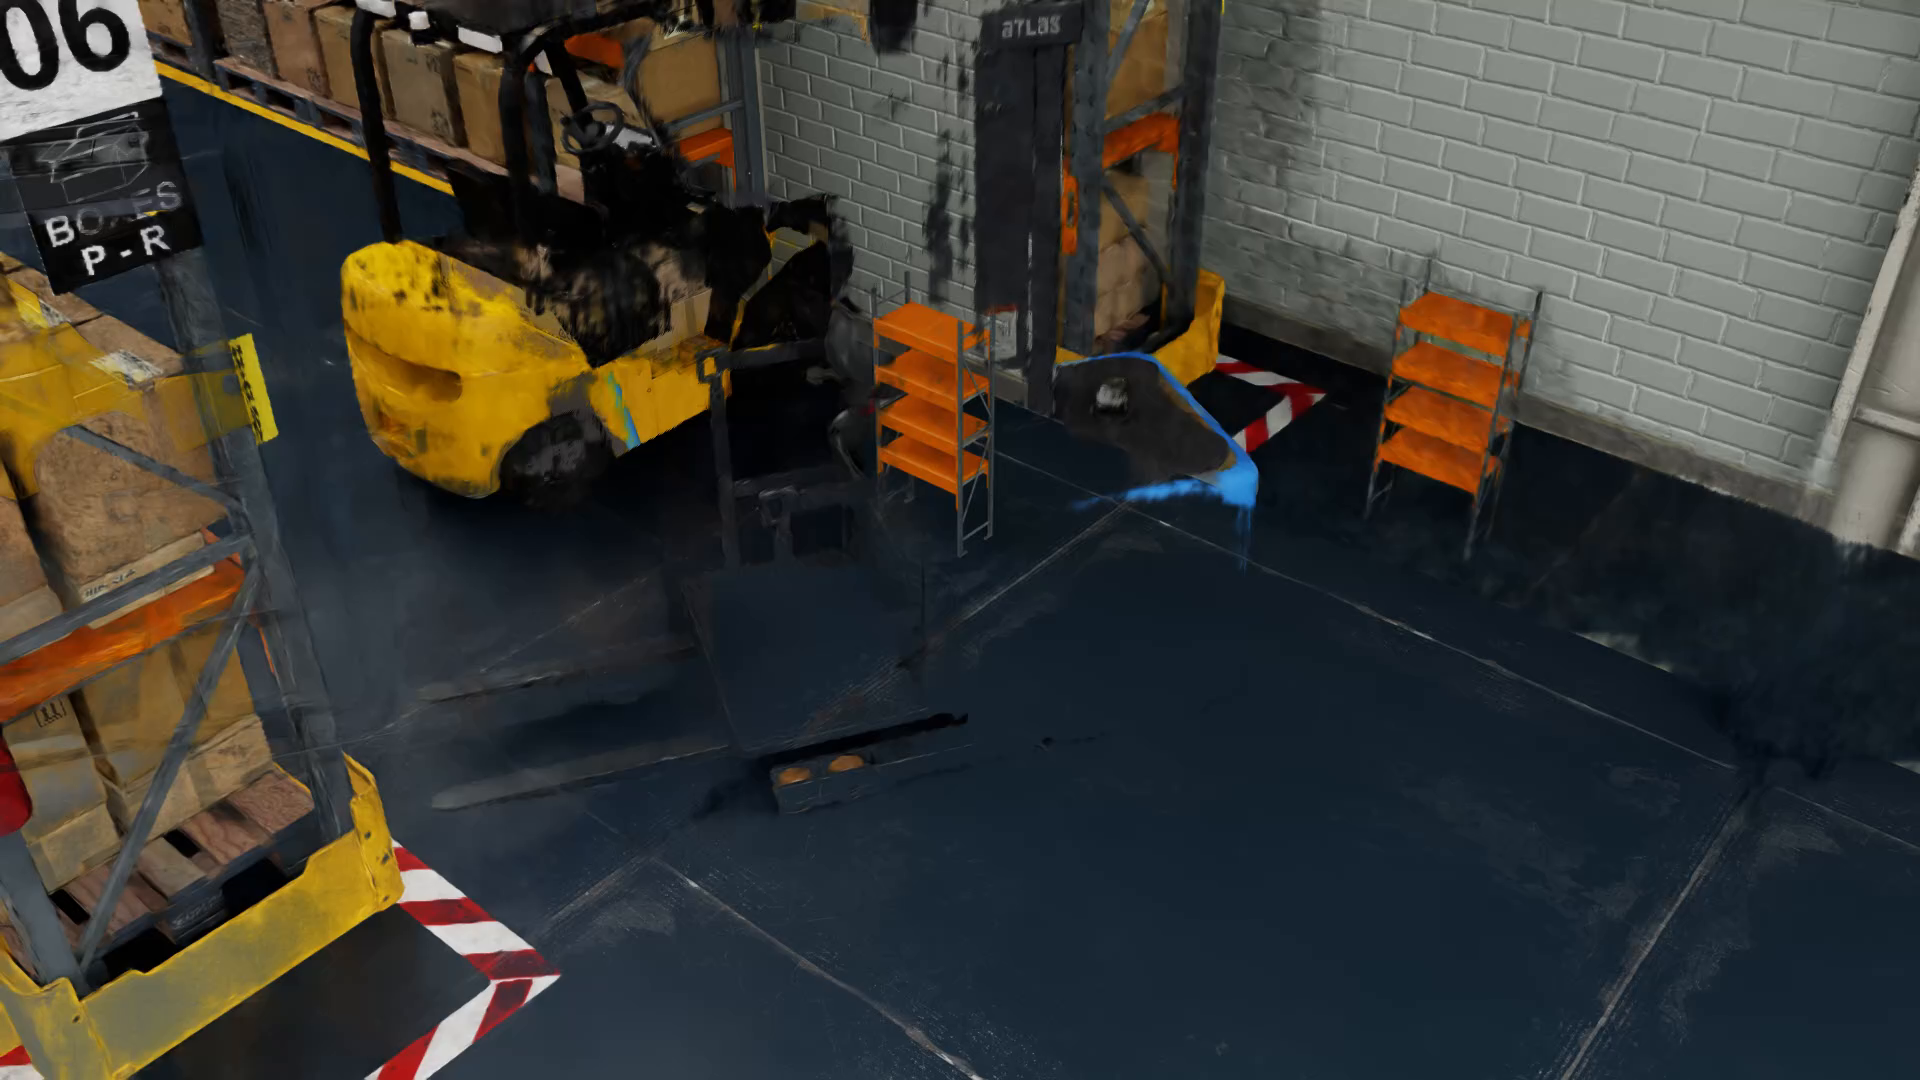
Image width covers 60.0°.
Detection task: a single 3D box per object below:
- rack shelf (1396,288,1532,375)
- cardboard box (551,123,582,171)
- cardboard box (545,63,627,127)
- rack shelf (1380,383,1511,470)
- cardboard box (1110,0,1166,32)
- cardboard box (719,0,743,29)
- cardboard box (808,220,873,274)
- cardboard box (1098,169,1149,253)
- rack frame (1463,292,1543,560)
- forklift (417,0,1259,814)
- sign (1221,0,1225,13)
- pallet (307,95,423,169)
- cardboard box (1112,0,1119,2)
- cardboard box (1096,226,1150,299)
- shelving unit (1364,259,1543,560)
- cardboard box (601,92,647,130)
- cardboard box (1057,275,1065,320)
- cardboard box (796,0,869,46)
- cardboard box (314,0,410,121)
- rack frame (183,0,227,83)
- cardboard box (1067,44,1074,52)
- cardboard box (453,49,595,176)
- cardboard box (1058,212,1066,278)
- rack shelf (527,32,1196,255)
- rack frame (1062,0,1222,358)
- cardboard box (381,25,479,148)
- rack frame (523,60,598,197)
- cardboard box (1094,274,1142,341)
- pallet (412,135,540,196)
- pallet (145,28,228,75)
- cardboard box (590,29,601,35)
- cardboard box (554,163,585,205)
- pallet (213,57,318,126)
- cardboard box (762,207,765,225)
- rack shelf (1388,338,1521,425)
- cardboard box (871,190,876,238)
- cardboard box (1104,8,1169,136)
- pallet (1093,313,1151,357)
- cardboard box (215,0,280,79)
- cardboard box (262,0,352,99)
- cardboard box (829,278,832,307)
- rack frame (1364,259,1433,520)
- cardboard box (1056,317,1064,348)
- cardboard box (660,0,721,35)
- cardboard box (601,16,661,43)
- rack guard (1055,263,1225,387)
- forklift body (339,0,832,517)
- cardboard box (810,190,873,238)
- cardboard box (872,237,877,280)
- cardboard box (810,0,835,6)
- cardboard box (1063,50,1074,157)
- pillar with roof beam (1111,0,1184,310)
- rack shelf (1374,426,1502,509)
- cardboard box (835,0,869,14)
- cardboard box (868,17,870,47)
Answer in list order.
[{"bbox_3d":[-0.127,-0.878,7.275,0.480,0.148,0.258,25,42,32],"label":"rack shelf"},{"bbox_3d":[-4.280,-2.367,10.163,0.500,0.250,0.500,25,42,32],"label":"cardboard box"},{"bbox_3d":[-4.283,-2.570,10.018,0.500,0.250,0.500,25,41,31],"label":"cardboard box"},{"bbox_3d":[-0.127,-0.499,7.536,0.480,0.148,0.258,25,42,32],"label":"rack shelf"},{"bbox_3d":[-1.474,-2.526,8.117,0.250,0.149,0.380,24,41,31],"label":"cardboard box"},{"bbox_3d":[-3.106,-2.641,8.858,0.500,0.500,0.500,26,42,32],"label":"cardboard box"},{"bbox_3d":[-2.743,-1.632,9.093,0.500,0.250,0.500,24,41,31],"label":"cardboard box"},{"bbox_3d":[-1.628,-1.690,8.736,0.500,0.250,0.500,25,41,31],"label":"cardboard box"},{"bbox_3d":[0.060,-0.466,7.369,0.015,1.200,0.240,25,42,32],"label":"rack frame"},{"bbox_3d":[-2.720,-0.566,5.985,3.031,2.935,1.130,-11,36,-16],"label":"forklift"},{"bbox_3d":[-1.020,-2.610,8.067,0.005,0.325,0.100,25,42,32],"label":"sign"},{"bbox_3d":[-5.987,-2.973,11.892,1.213,0.211,1.003,25,42,32],"label":"pallet"},{"bbox_3d":[-1.501,-2.627,8.002,0.250,0.149,0.380,24,41,31],"label":"cardboard box"},{"bbox_3d":[-1.608,-1.488,8.883,0.500,0.250,0.500,26,42,33],"label":"cardboard box"},{"bbox_3d":[-0.127,-0.555,7.498,0.503,1.200,0.258,25,42,32],"label":"shelving unit"},{"bbox_3d":[-3.896,-2.381,9.742,0.500,0.250,0.500,25,42,32],"label":"cardboard box"},{"bbox_3d":[-1.954,-1.268,8.562,0.500,0.250,0.500,25,41,31],"label":"cardboard box"},{"bbox_3d":[-2.713,-2.464,8.600,0.500,0.500,0.500,24,41,31],"label":"cardboard box"},{"bbox_3d":[-6.032,-3.364,11.726,0.625,0.625,0.875,23,41,30],"label":"cardboard box"},{"bbox_3d":[-7.528,-4.879,12.205,0.127,3.000,1.000,25,42,32],"label":"rack frame"},{"bbox_3d":[-1.825,-2.294,7.779,0.250,0.149,0.380,26,42,32],"label":"cardboard box"},{"bbox_3d":[-4.862,-2.809,10.917,0.625,0.625,0.875,27,43,34],"label":"cardboard box"},{"bbox_3d":[-1.933,-1.464,8.407,0.500,0.250,0.500,27,43,33],"label":"cardboard box"},{"bbox_3d":[-2.917,-2.409,9.244,4.000,0.370,1.077,25,42,32],"label":"rack shelf"},{"bbox_3d":[-1.380,-1.981,7.986,0.127,3.000,1.000,25,42,32],"label":"rack frame"},{"bbox_3d":[-5.453,-3.093,11.331,0.625,0.625,0.875,25,42,31],"label":"cardboard box"},{"bbox_3d":[-4.454,-3.430,10.095,0.127,3.000,1.000,25,42,32],"label":"rack frame"},{"bbox_3d":[-1.632,-1.284,9.028,0.500,0.250,0.500,25,42,32],"label":"cardboard box"},{"bbox_3d":[-5.045,-2.531,11.249,1.213,0.211,1.003,25,42,32],"label":"pallet"},{"bbox_3d":[-8.077,-4.017,13.412,1.213,0.211,1.003,25,42,32],"label":"pallet"},{"bbox_3d":[-4.280,-3.197,9.668,0.500,0.500,0.500,24,41,31],"label":"cardboard box"},{"bbox_3d":[-4.294,-2.151,10.290,0.500,0.250,0.500,26,42,32],"label":"cardboard box"},{"bbox_3d":[-6.920,-3.415,12.536,1.213,0.211,1.003,25,42,32],"label":"pallet"},{"bbox_3d":[-3.125,-1.815,9.359,0.500,0.250,0.500,25,42,32],"label":"cardboard box"},{"bbox_3d":[-0.127,-0.683,7.409,0.480,0.148,0.258,25,42,32],"label":"rack shelf"},{"bbox_3d":[-2.329,-1.647,8.673,0.500,0.250,0.500,26,42,33],"label":"cardboard box"},{"bbox_3d":[-1.583,-2.323,8.395,0.500,0.500,0.500,27,43,33],"label":"cardboard box"},{"bbox_3d":[-1.994,-1.091,9.152,1.213,0.211,1.003,25,42,32],"label":"pallet"},{"bbox_3d":[-7.057,-3.842,12.421,0.625,0.625,0.875,27,43,33],"label":"cardboard box"},{"bbox_3d":[-6.550,-3.608,12.081,0.625,0.625,0.875,27,43,33],"label":"cardboard box"},{"bbox_3d":[-2.698,-1.423,9.231,0.500,0.250,0.500,26,42,32],"label":"cardboard box"},{"bbox_3d":[-0.315,-0.643,7.626,0.015,1.200,0.240,25,42,32],"label":"rack frame"},{"bbox_3d":[-1.943,-1.054,8.693,0.500,0.250,0.500,26,42,32],"label":"cardboard box"},{"bbox_3d":[-3.479,-2.833,9.137,0.500,0.500,0.500,25,42,31],"label":"cardboard box"},{"bbox_3d":[-3.869,-3.016,9.403,0.500,0.500,0.500,26,42,33],"label":"cardboard box"},{"bbox_3d":[-1.361,-0.942,8.681,0.348,0.500,1.175,25,42,32],"label":"rack guard"},{"bbox_3d":[-4.004,-1.525,8.070,1.214,2.155,2.313,25,42,32],"label":"forklift body"},{"bbox_3d":[-2.723,-1.825,8.933,0.500,0.250,0.500,26,42,32],"label":"cardboard box"},{"bbox_3d":[-2.332,-1.454,8.834,0.500,0.250,0.500,25,42,31],"label":"cardboard box"},{"bbox_3d":[-2.827,-2.748,8.440,0.250,0.149,0.380,26,42,32],"label":"cardboard box"},{"bbox_3d":[-1.926,-2.087,8.051,0.500,0.500,0.500,24,41,31],"label":"cardboard box"},{"bbox_3d":[-4.093,-3.226,4.498,0.400,9.000,9.100,25,42,32],"label":"pillar with roof beam"},{"bbox_3d":[-0.127,-0.335,7.648,0.480,0.148,0.258,25,42,32],"label":"rack shelf"},{"bbox_3d":[-2.620,-2.665,8.320,0.250,0.149,0.380,24,41,30],"label":"cardboard box"},{"bbox_3d":[-2.319,-2.279,8.330,0.500,0.500,0.500,27,43,33],"label":"cardboard box"}]
